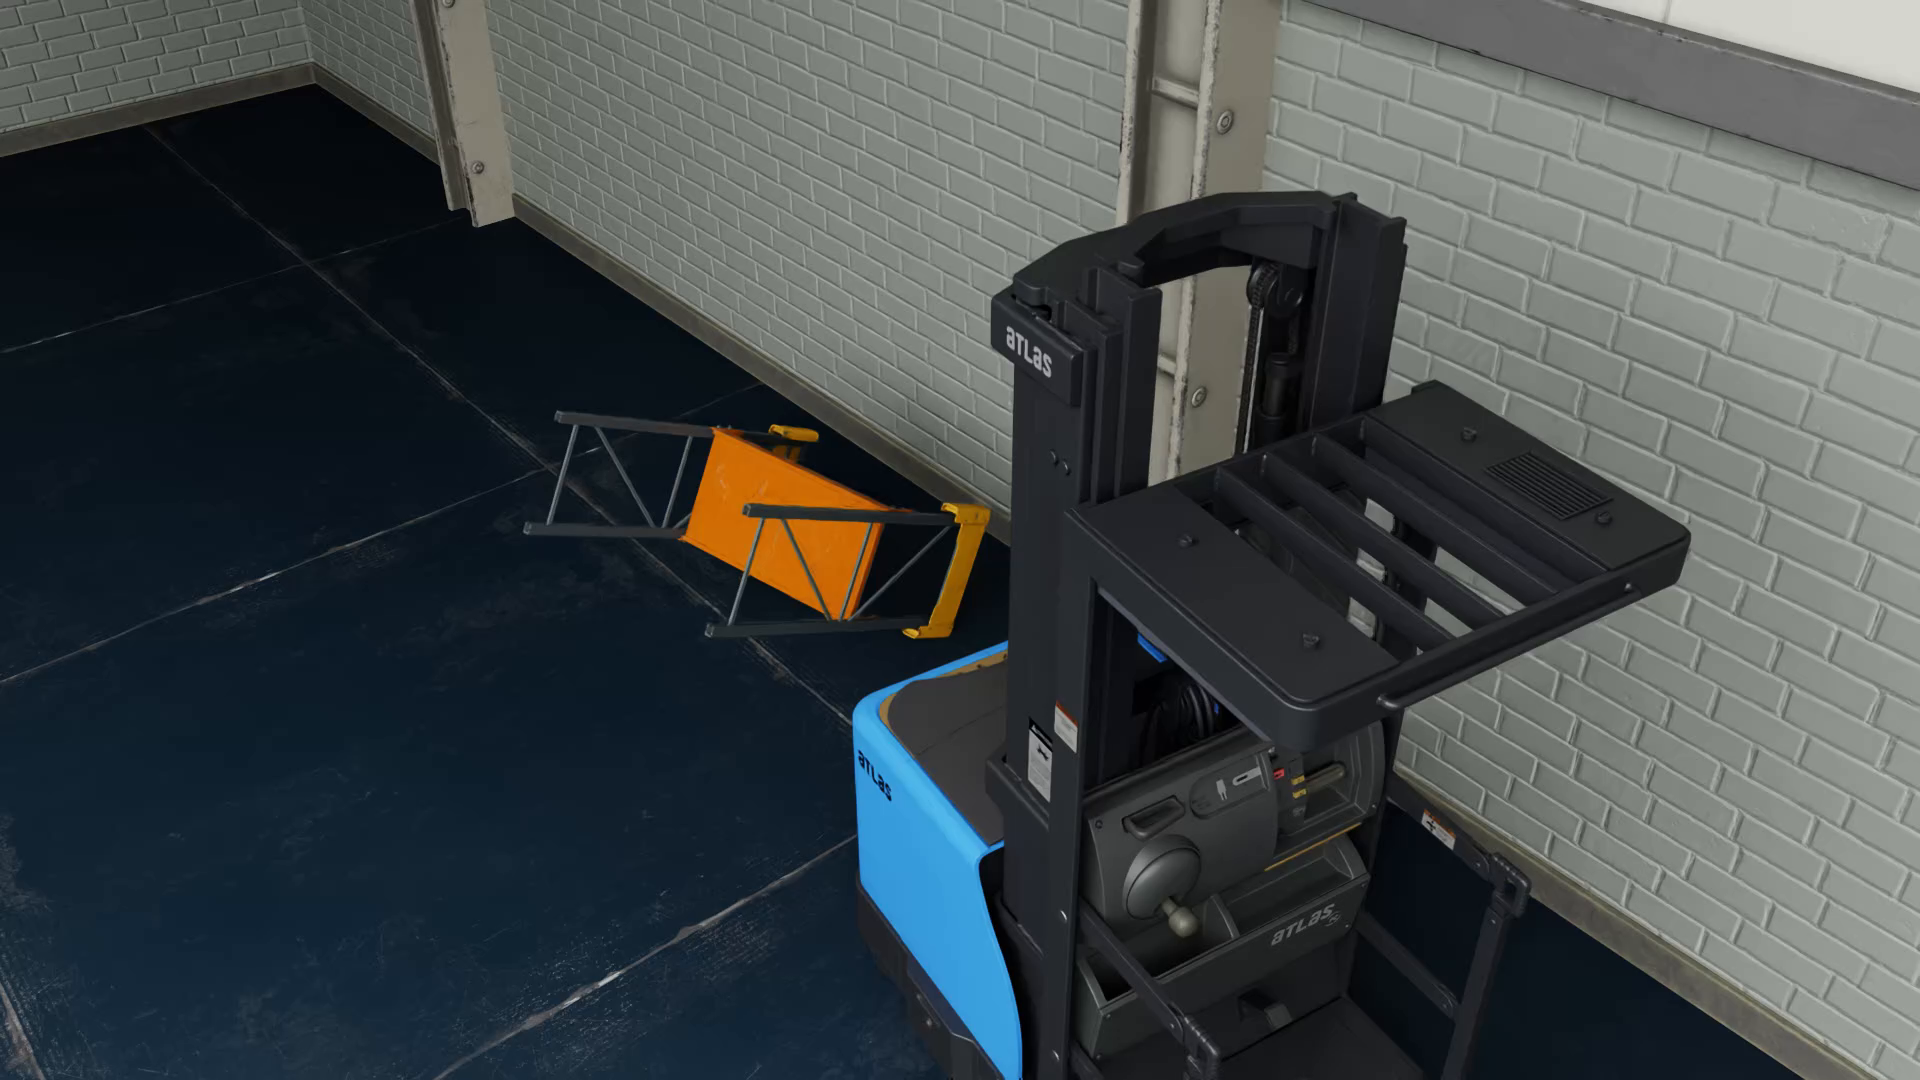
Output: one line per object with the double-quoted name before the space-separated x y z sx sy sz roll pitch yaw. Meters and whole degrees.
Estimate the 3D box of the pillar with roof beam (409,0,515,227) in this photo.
"pillar with roof beam" -6.368 -4.192 5.883 9.100 9.000 0.400 -26 43 -32

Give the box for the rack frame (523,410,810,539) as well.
"rack frame" -1.188 -0.246 7.014 0.032 0.500 1.500 25 13 32

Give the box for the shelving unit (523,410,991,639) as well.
"shelving unit" -0.789 -0.059 6.744 1.083 0.587 1.500 25 13 32

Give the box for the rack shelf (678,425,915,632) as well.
"rack shelf" -0.696 -0.060 6.898 1.000 0.538 0.185 25 13 32

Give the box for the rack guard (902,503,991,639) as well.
"rack guard" -0.057 0.130 7.003 0.087 0.587 0.250 25 13 32

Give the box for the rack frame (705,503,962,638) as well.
"rack frame" -0.403 0.121 6.483 0.032 0.500 1.500 25 13 32

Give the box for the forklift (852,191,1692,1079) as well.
"forklift" 0.840 0.763 4.137 1.130 2.935 3.031 -19 40 -25

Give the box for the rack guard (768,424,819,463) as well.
"rack guard" -0.826 -0.229 7.524 0.087 0.587 0.250 25 13 32

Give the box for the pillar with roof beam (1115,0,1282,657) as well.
"pillar with roof beam" -2.496 -1.543 2.143 9.100 9.000 0.400 -26 43 -32
